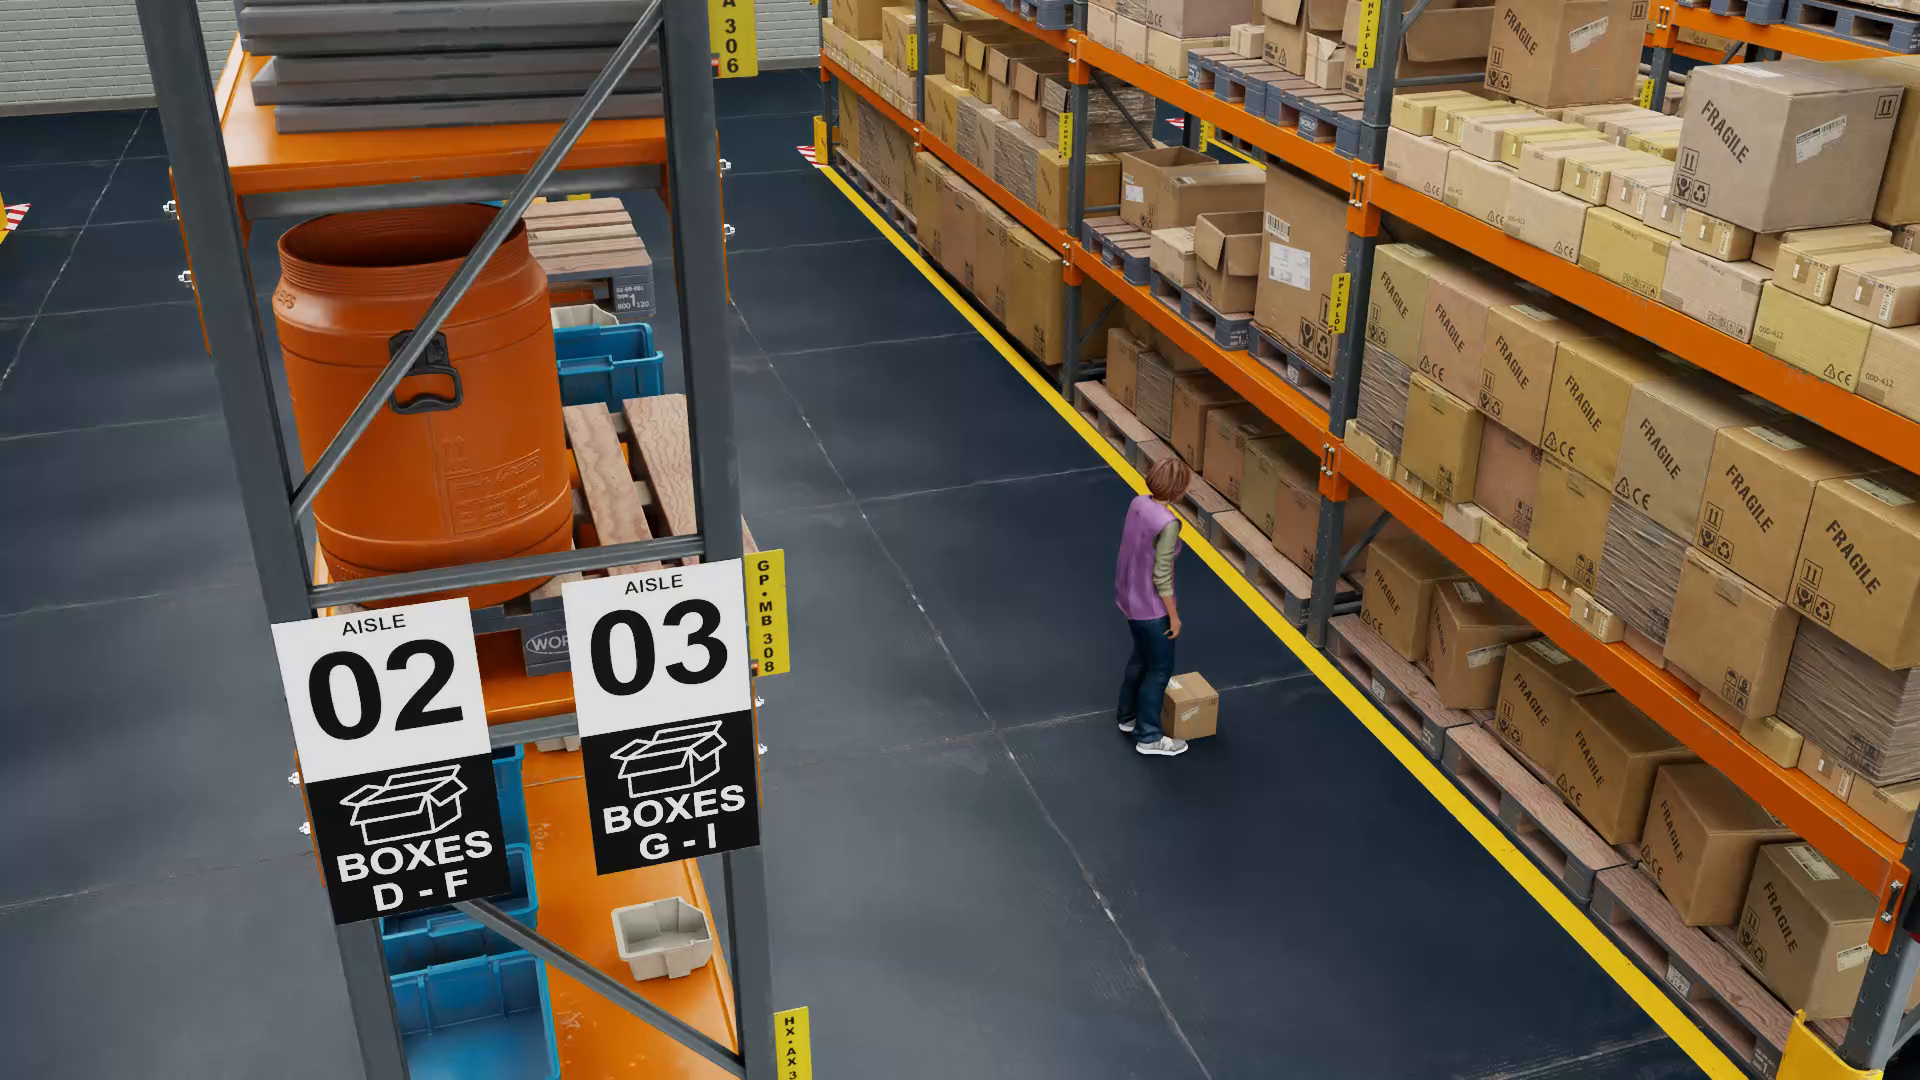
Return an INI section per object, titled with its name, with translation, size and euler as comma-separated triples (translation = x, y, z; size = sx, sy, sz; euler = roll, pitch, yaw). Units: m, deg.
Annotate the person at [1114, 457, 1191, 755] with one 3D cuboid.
[person]
translation = 0.974, 0.328, 8.475
size = 0.343, 1.593, 0.461
euler = -8, 28, -16
